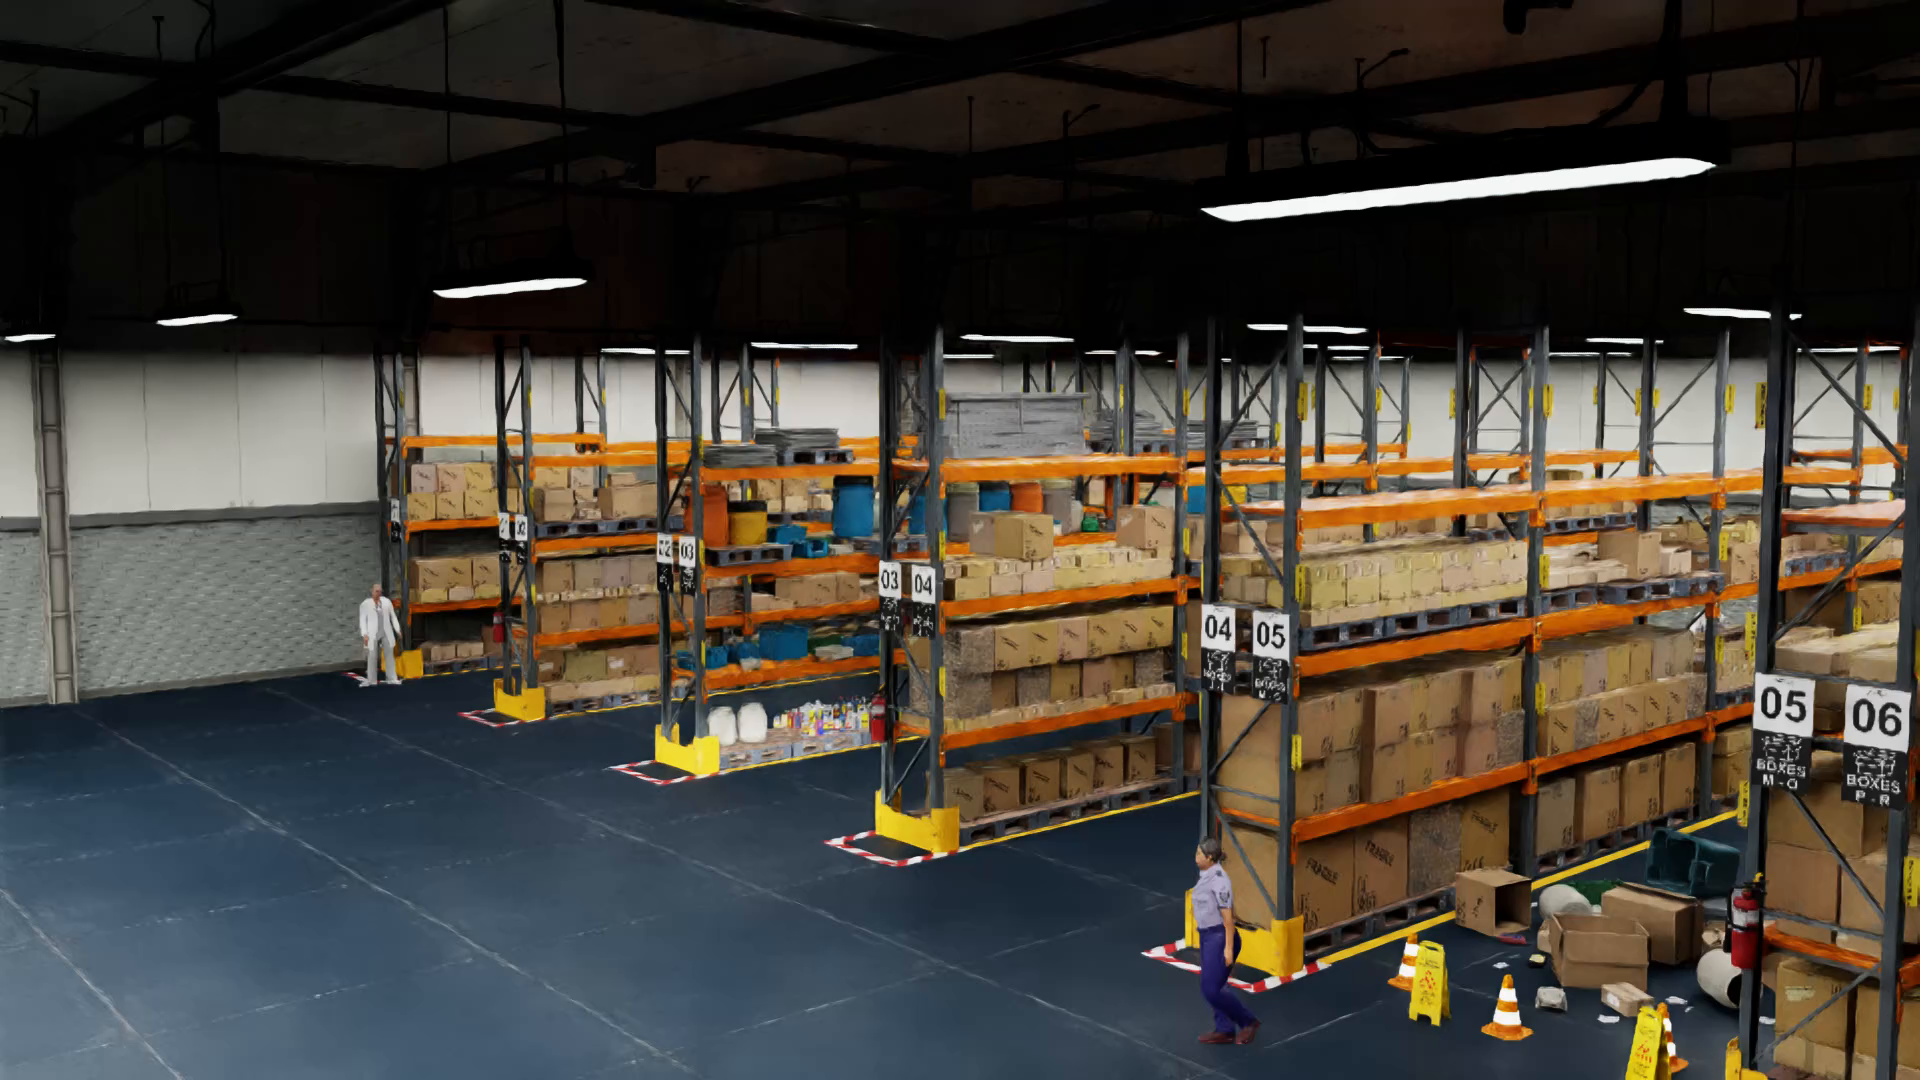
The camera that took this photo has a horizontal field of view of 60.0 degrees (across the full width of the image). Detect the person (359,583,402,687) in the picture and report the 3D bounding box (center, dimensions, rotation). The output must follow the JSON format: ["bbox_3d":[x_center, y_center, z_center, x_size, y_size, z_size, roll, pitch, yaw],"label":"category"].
[{"bbox_3d":[-10.038,1.641,28.764,0.741,1.784,0.436,-3,6,-31],"label":"person"}]

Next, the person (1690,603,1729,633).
[{"bbox_3d":[12.858,1.763,28.483,0.638,1.611,0.806,3,6,31],"label":"person"}]

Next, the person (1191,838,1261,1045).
[{"bbox_3d":[2.097,3.171,13.086,0.522,1.627,0.558,0,5,-3],"label":"person"}]
